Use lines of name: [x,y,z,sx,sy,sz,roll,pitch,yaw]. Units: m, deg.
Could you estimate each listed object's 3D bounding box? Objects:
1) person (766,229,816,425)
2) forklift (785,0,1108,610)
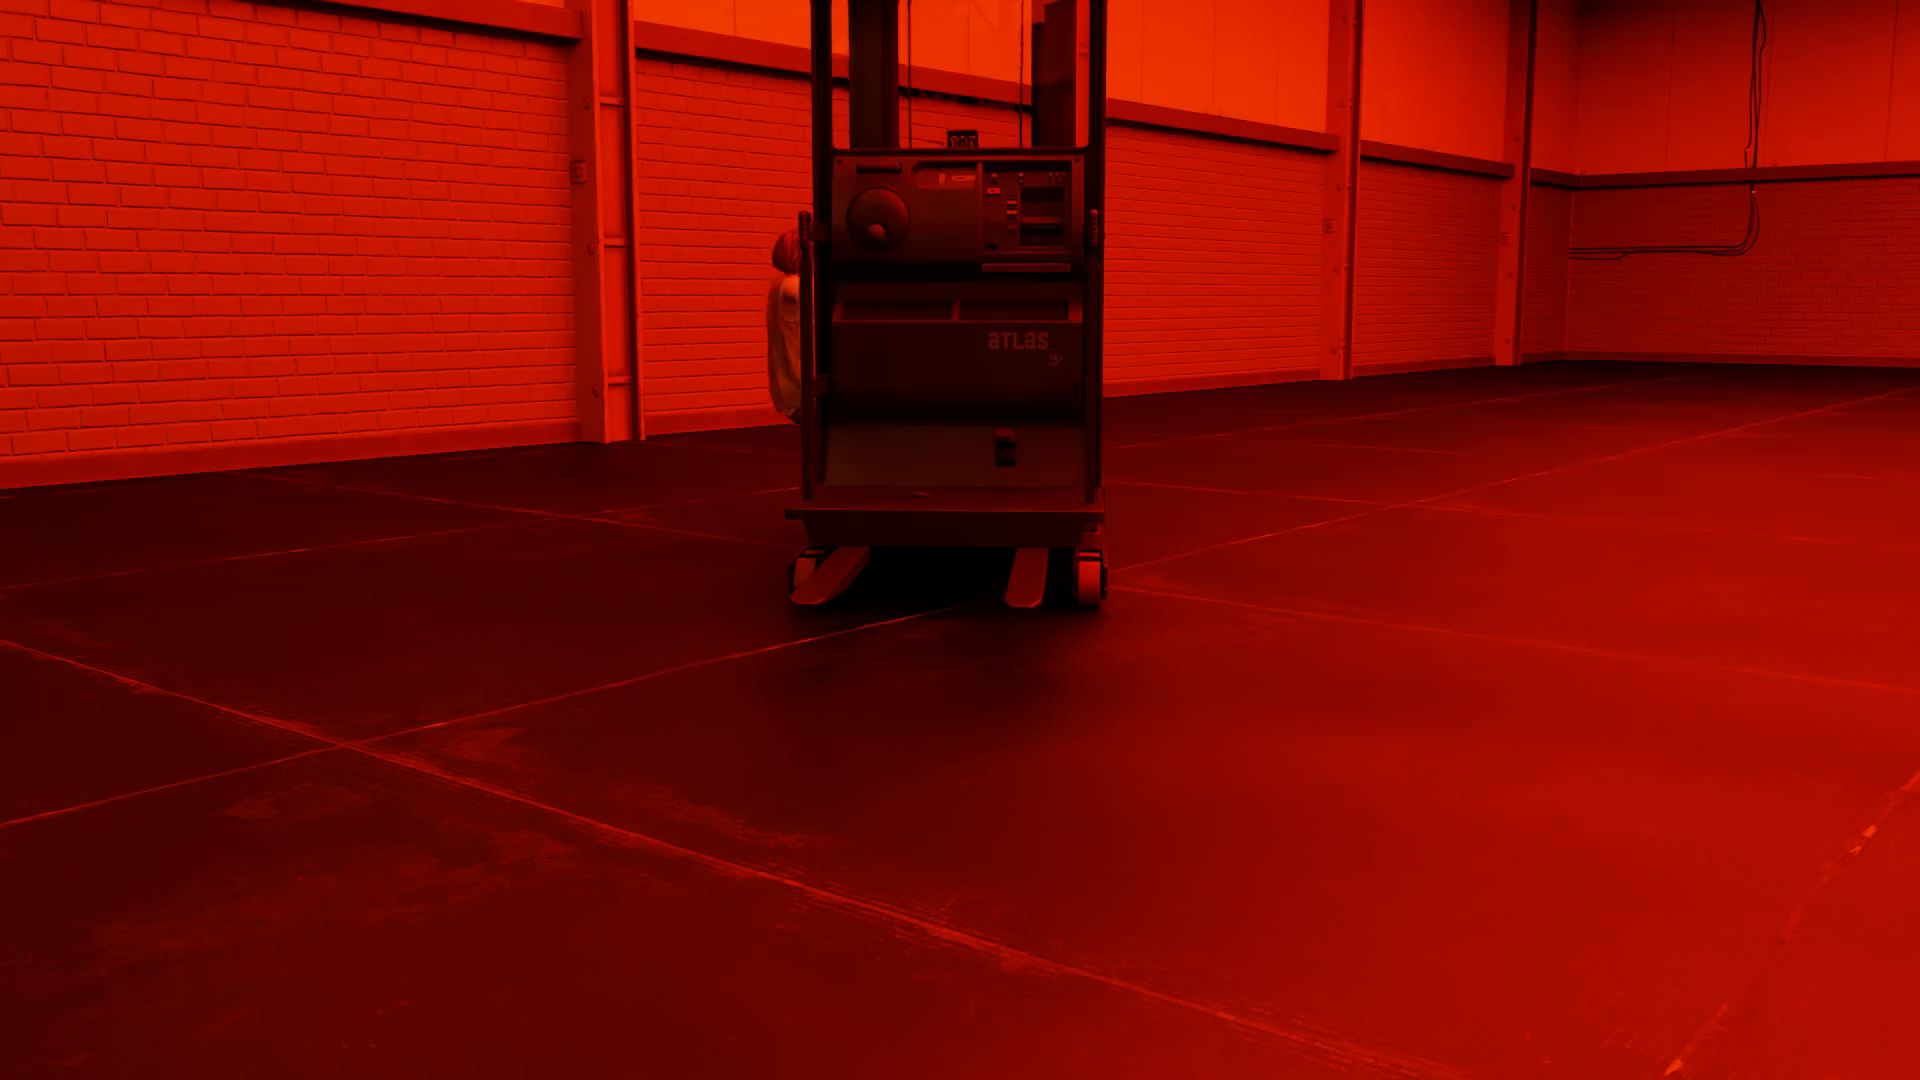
person: [-0.507,-0.734,7.635,0.754,1.365,0.906,-3,9,-22]
forklift: [-0.022,-1.266,5.934,1.130,2.935,3.031,1,8,4]
